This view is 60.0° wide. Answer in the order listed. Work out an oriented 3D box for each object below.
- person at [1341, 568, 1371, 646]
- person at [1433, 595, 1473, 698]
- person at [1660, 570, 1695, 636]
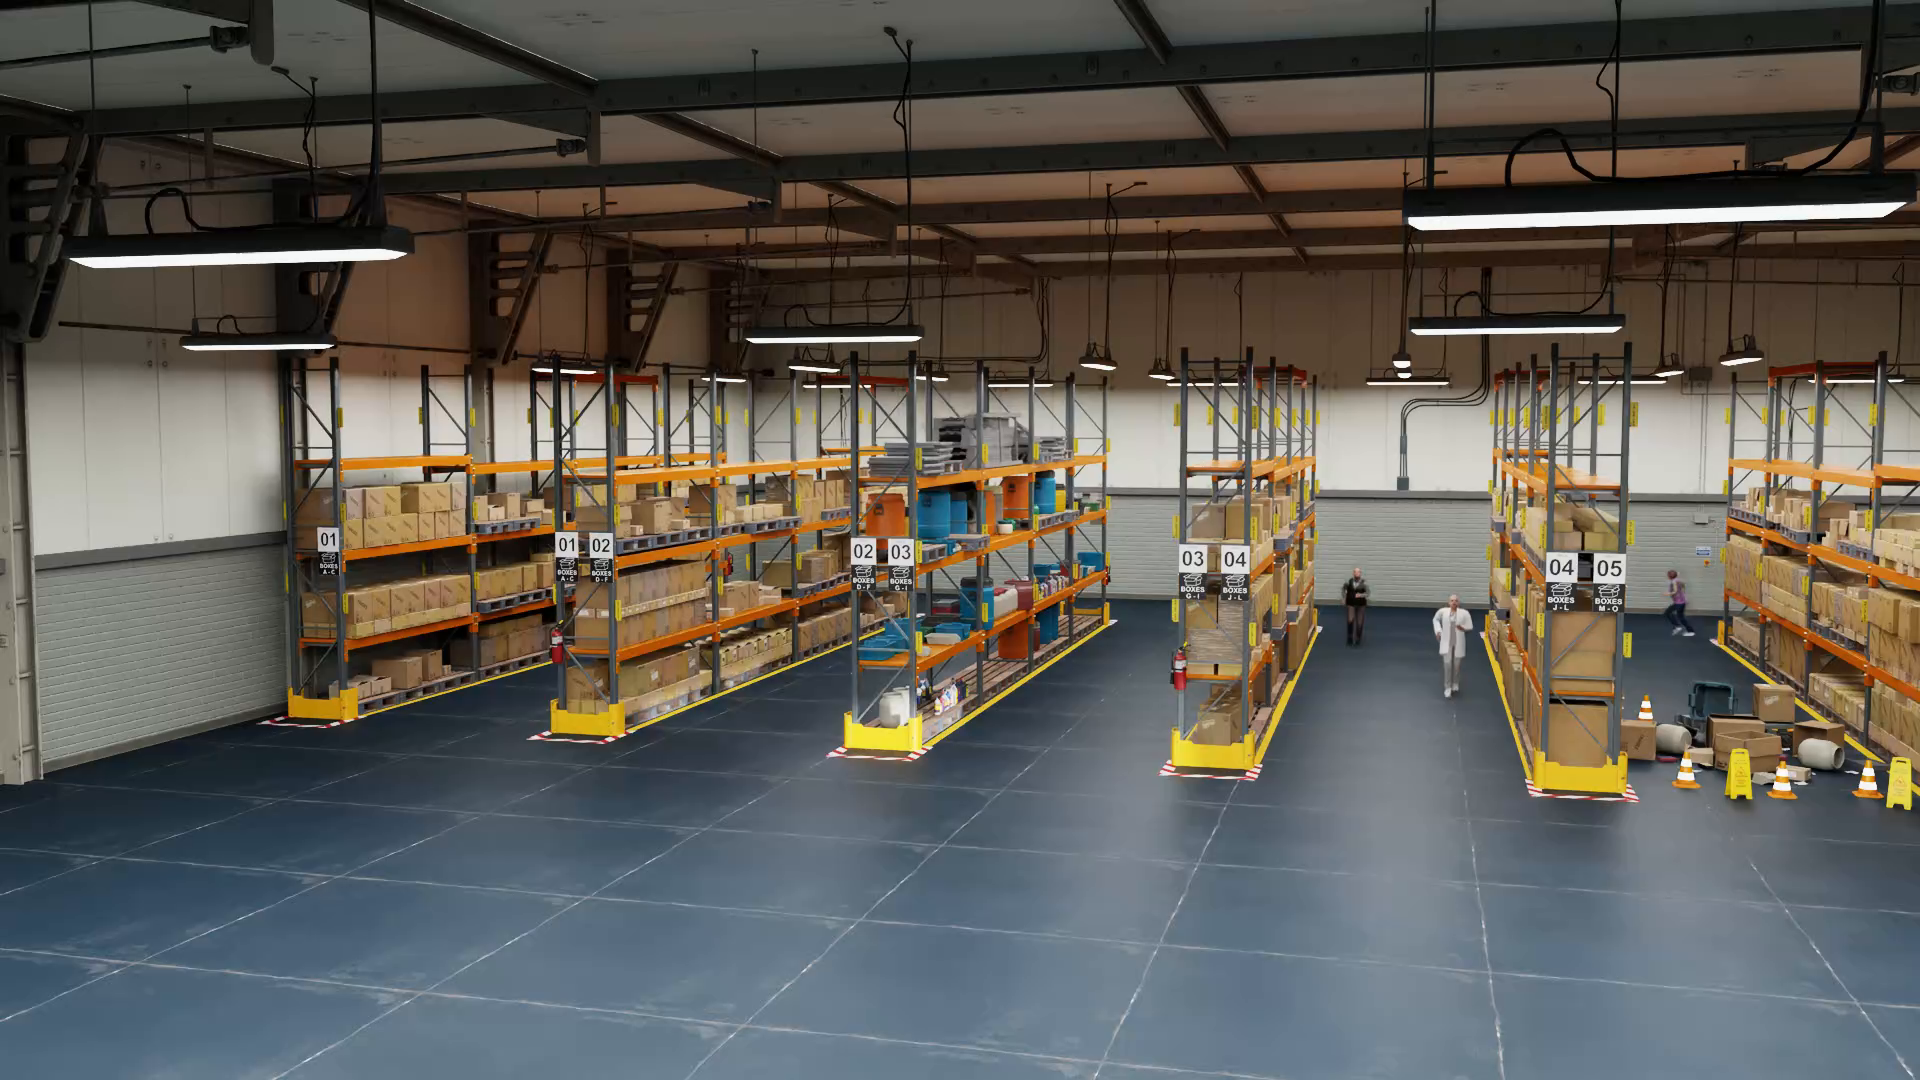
[{"bbox_3d":[8.666,1.472,36.440,0.634,1.721,0.695,1,4,15],"label":"person"},{"bbox_3d":[8.927,1.897,30.129,0.694,1.822,0.876,1,4,16],"label":"person"},{"bbox_3d":[16.496,1.450,38.206,0.779,1.525,0.572,2,5,22],"label":"person"}]
